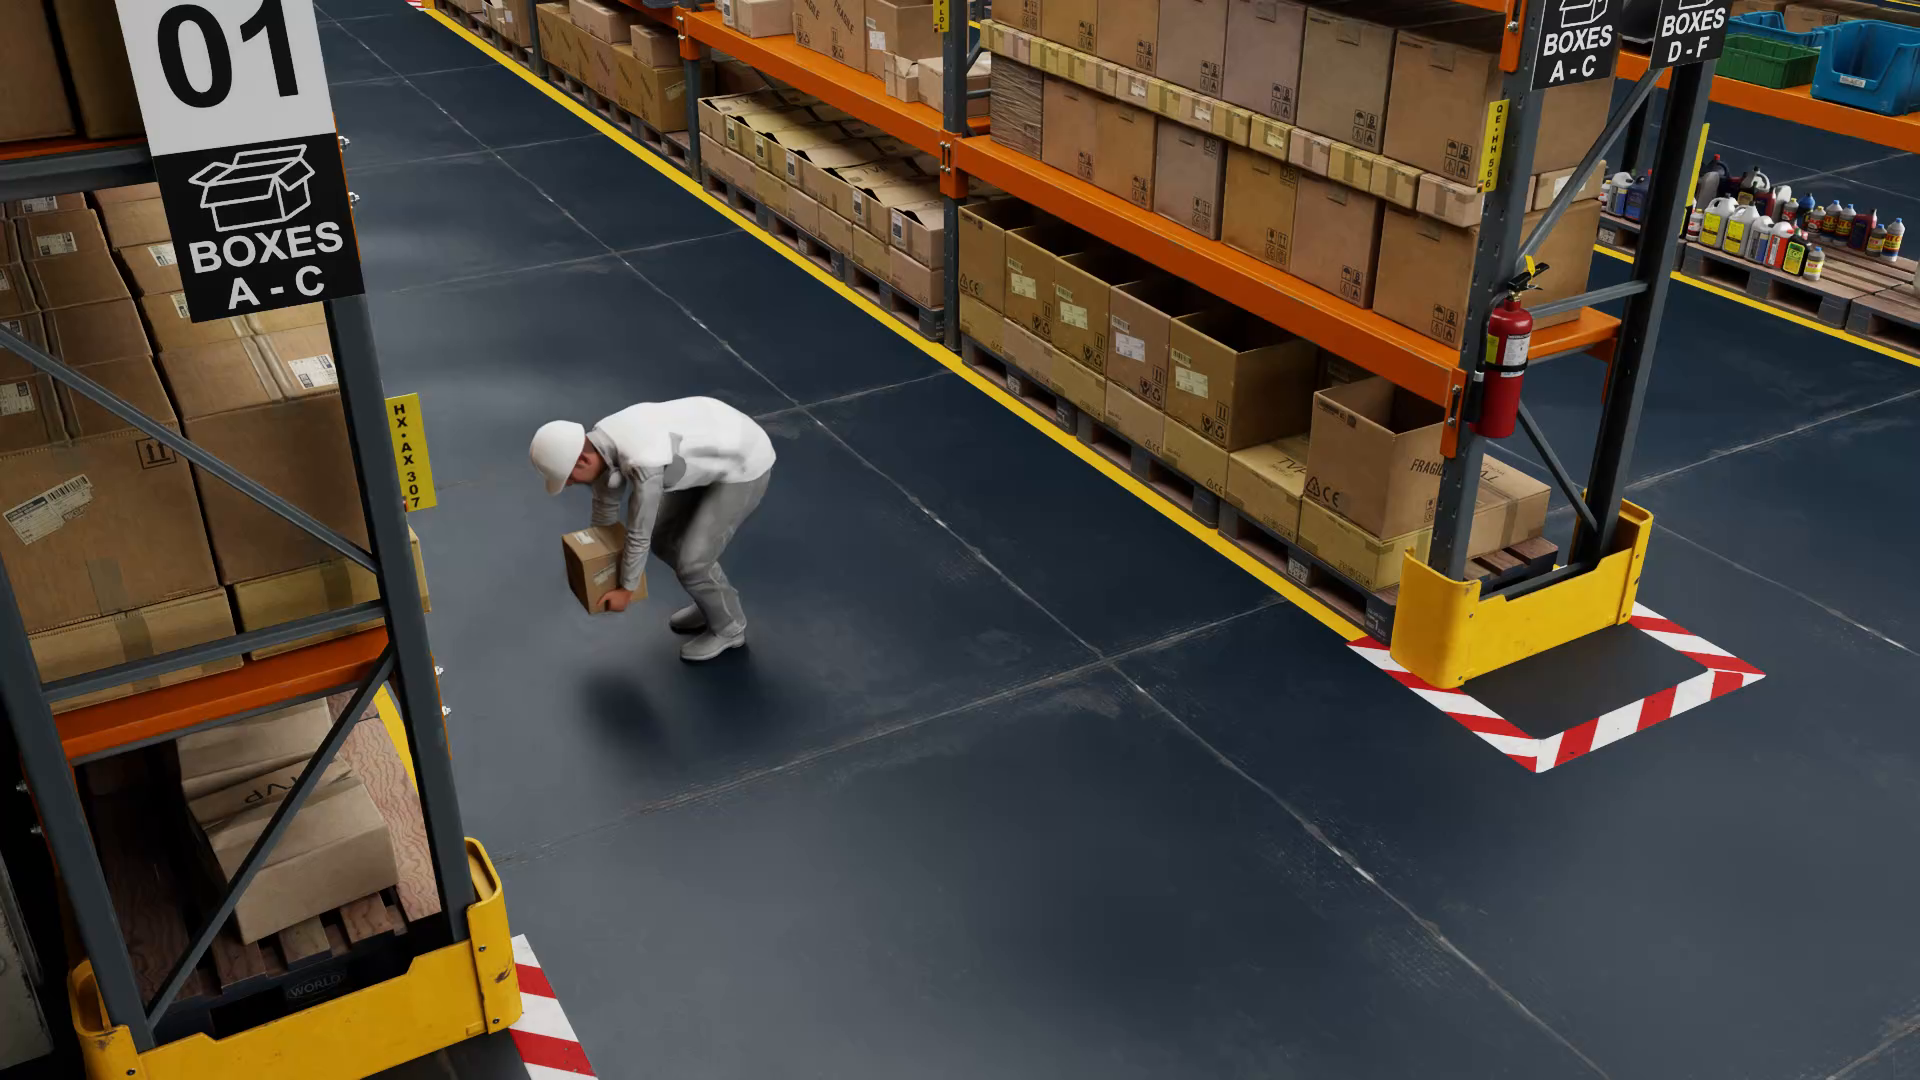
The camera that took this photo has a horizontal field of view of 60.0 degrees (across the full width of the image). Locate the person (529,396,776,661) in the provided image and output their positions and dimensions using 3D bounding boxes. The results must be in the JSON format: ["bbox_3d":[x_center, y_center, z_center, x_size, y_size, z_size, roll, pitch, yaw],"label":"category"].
[{"bbox_3d":[-1.232,-0.045,6.821,0.988,1.155,0.487,-17,33,-28],"label":"person"}]
